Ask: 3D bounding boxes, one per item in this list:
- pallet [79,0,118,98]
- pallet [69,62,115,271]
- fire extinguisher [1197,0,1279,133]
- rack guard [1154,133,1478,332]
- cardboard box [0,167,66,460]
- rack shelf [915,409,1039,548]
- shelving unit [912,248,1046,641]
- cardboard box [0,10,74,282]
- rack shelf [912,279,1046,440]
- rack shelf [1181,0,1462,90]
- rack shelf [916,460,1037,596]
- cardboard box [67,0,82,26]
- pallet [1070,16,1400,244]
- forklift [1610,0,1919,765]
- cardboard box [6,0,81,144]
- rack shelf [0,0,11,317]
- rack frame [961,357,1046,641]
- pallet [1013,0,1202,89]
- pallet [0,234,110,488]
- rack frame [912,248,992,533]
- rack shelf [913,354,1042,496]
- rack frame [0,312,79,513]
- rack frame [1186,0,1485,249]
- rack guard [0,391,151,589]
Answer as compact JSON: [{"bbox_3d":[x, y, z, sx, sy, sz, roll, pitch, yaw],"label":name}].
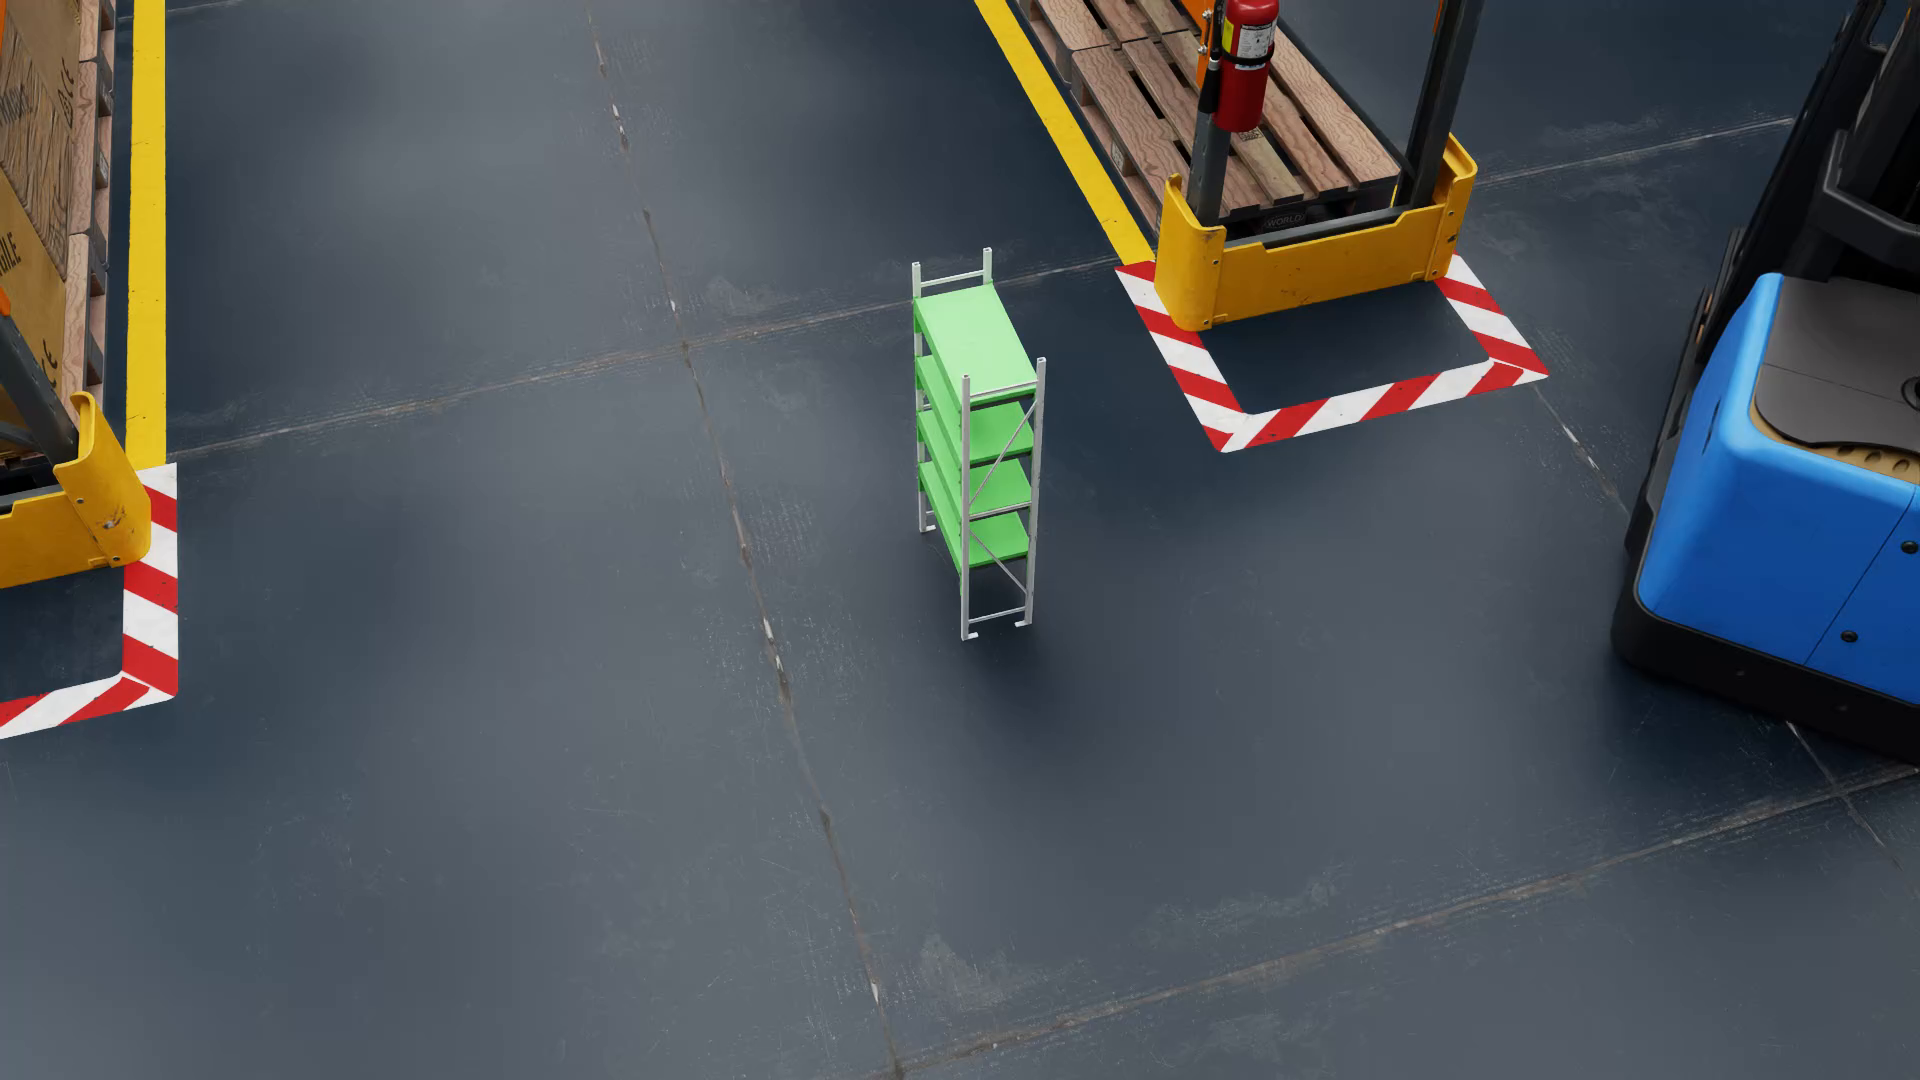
[{"bbox_3d":[-4.421,-2.360,7.602,1.003,0.211,1.213,-13,51,-11],"label":"pallet"},{"bbox_3d":[-4.057,-1.468,6.849,1.003,0.211,1.213,-13,51,-11],"label":"pallet"},{"bbox_3d":[0.953,-1.672,5.493,0.296,0.674,0.183,-13,51,-11],"label":"fire extinguisher"},{"bbox_3d":[1.362,-1.210,6.443,1.175,0.500,0.348,-13,51,-11],"label":"rack guard"},{"bbox_3d":[-3.654,-0.810,5.586,0.875,0.875,0.875,-13,51,-11],"label":"cardboard box"},{"bbox_3d":[0.049,-0.225,5.238,0.258,0.148,0.480,-13,51,-11],"label":"rack shelf"},{"bbox_3d":[0.049,-0.266,5.189,0.258,1.200,0.503,-13,51,-11],"label":"shelving unit"},{"bbox_3d":[-3.923,-1.475,6.147,0.875,0.875,0.875,-13,51,-11],"label":"cardboard box"},{"bbox_3d":[0.049,-0.534,4.871,0.258,0.148,0.480,-13,51,-11],"label":"rack shelf"},{"bbox_3d":[0.751,-3.259,7.006,1.077,0.370,4.000,-13,51,-11],"label":"rack shelf"},{"bbox_3d":[0.049,-0.070,5.422,0.258,0.148,0.480,-13,51,-11],"label":"rack shelf"},{"bbox_3d":[-4.453,-2.782,7.249,0.875,0.875,0.875,-13,51,-11],"label":"cardboard box"},{"bbox_3d":[1.136,-1.743,7.081,1.003,0.211,1.213,-13,51,-11],"label":"pallet"},{"bbox_3d":[3.206,-1.395,5.009,1.130,2.935,3.031,20,53,16],"label":"forklift"},{"bbox_3d":[-4.187,-2.125,6.695,0.875,0.875,0.875,-13,51,-11],"label":"cardboard box"},{"bbox_3d":[-3.980,-2.139,6.062,1.077,0.370,4.000,-13,51,-11],"label":"rack shelf"},{"bbox_3d":[0.121,-0.088,5.039,0.240,1.200,0.015,-13,51,-11],"label":"rack frame"},{"bbox_3d":[0.779,-2.632,7.831,1.003,0.211,1.213,-13,51,-11],"label":"pallet"},{"bbox_3d":[-3.700,-0.578,6.099,1.003,0.211,1.213,-13,51,-11],"label":"pallet"},{"bbox_3d":[-0.023,-0.444,5.340,0.240,1.200,0.015,-13,51,-11],"label":"rack frame"},{"bbox_3d":[0.049,-0.379,5.055,0.258,0.148,0.480,-13,51,-11],"label":"rack shelf"},{"bbox_3d":[-3.389,-0.911,4.556,1.000,3.000,0.127,-13,51,-11],"label":"rack frame"},{"bbox_3d":[1.343,-2.030,5.500,1.000,3.000,0.127,-13,51,-11],"label":"rack frame"},{"bbox_3d":[-3.382,-0.087,5.497,1.175,0.500,0.348,-13,51,-11],"label":"rack guard"}]
